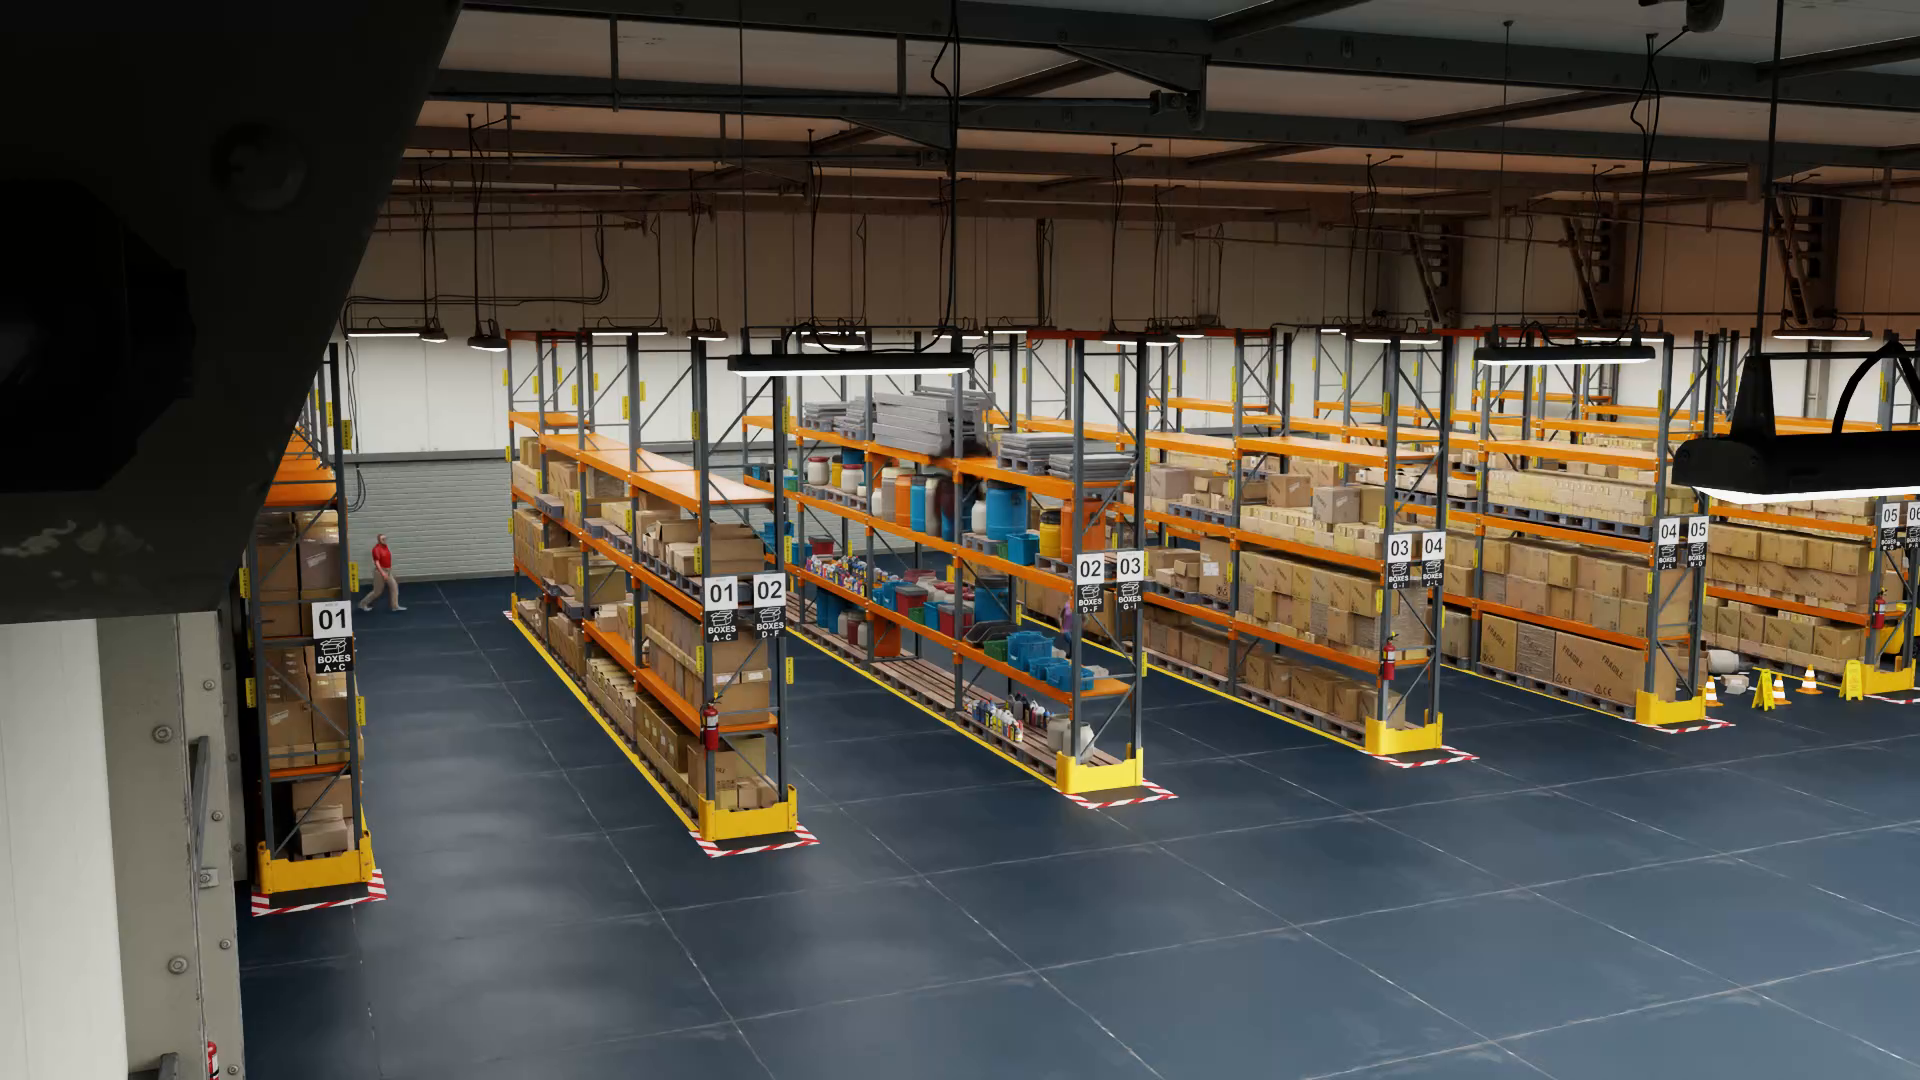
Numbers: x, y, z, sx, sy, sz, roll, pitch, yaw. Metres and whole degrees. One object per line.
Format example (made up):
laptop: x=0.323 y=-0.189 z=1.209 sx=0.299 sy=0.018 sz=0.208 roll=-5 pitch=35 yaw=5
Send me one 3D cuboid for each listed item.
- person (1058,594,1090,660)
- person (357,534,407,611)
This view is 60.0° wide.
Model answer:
person: x=1.999 y=1.590 z=28.934 sx=0.506 sy=1.471 sz=0.779 roll=-2 pitch=8 yaw=-14
person: x=-12.274 y=0.706 z=35.257 sx=0.959 sy=1.675 sz=0.595 roll=-1 pitch=8 yaw=-9
